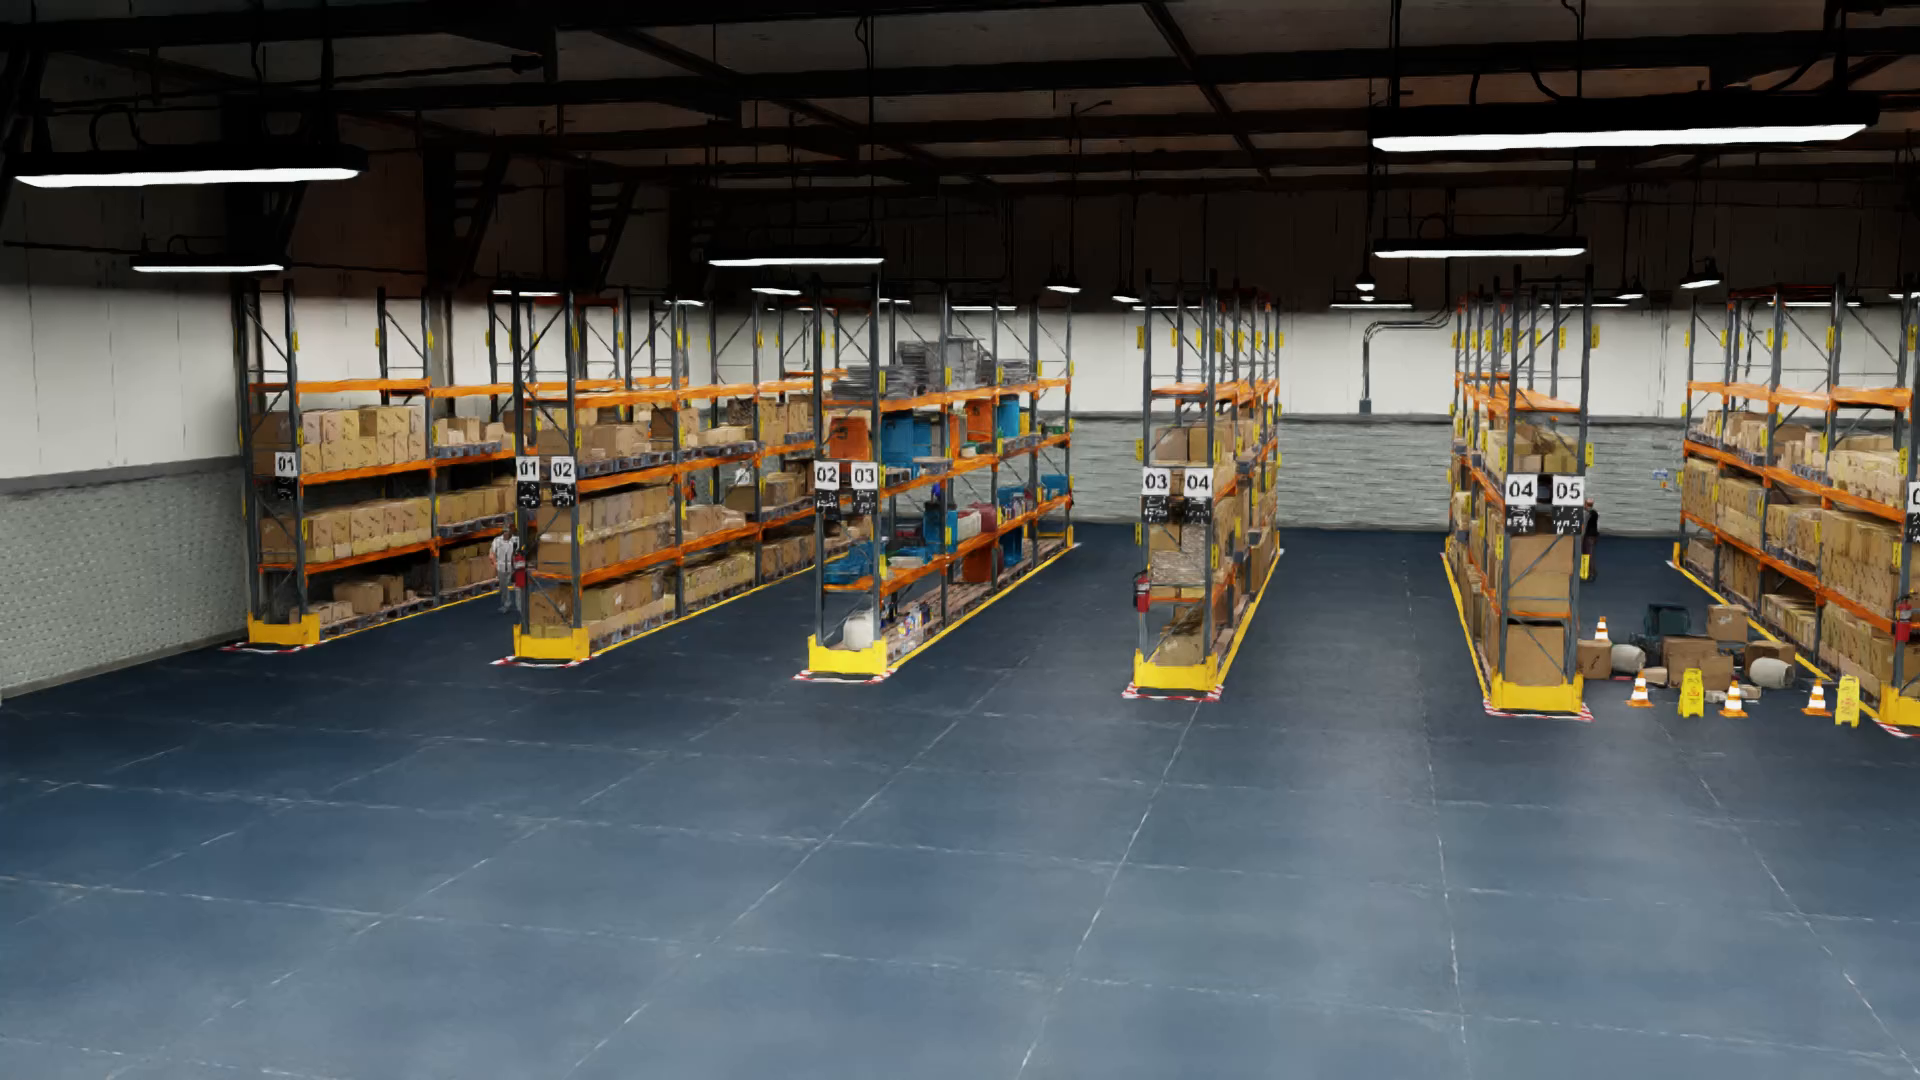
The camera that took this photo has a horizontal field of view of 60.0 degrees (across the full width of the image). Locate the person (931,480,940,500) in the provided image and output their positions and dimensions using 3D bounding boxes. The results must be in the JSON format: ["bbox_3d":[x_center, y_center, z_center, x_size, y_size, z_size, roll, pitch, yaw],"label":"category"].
[{"bbox_3d":[-0.488,-0.878,42.797,0.547,1.533,0.518,1,7,12],"label":"person"}]

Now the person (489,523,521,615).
[{"bbox_3d":[-8.233,0.509,30.445,0.701,1.693,0.857,0,7,-2],"label":"person"}]

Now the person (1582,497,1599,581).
[{"bbox_3d":[13.123,-0.038,34.831,0.583,1.717,0.630,6,9,39],"label":"person"}]

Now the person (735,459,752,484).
[{"bbox_3d":[-6.240,-1.474,47.174,0.642,1.672,0.452,-5,8,-36],"label":"person"}]
